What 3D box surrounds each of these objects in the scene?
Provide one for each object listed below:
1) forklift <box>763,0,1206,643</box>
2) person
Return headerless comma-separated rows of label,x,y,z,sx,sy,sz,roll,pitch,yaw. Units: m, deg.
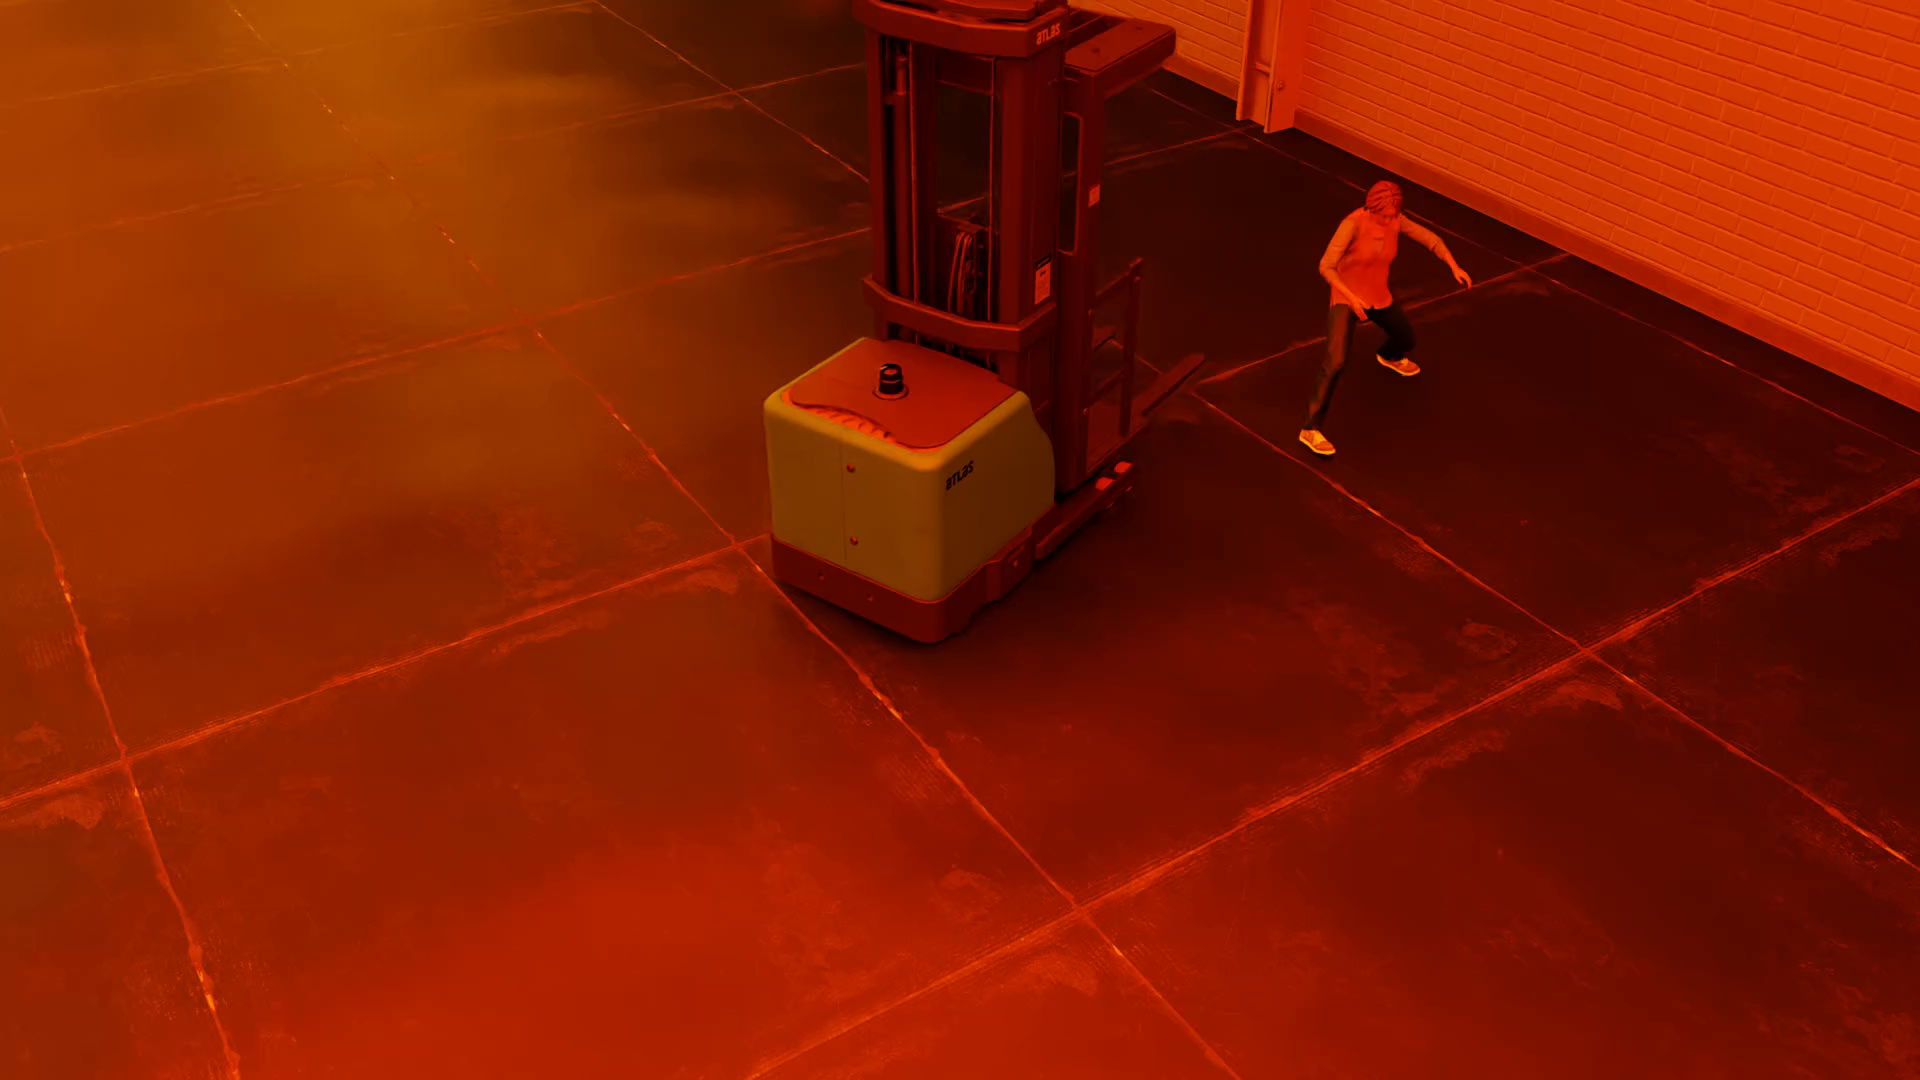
forklift,0.319,-1.513,8.301,1.130,2.935,3.031,22,41,28
person,2.371,-1.332,9.377,1.090,1.389,0.858,-12,37,-16
